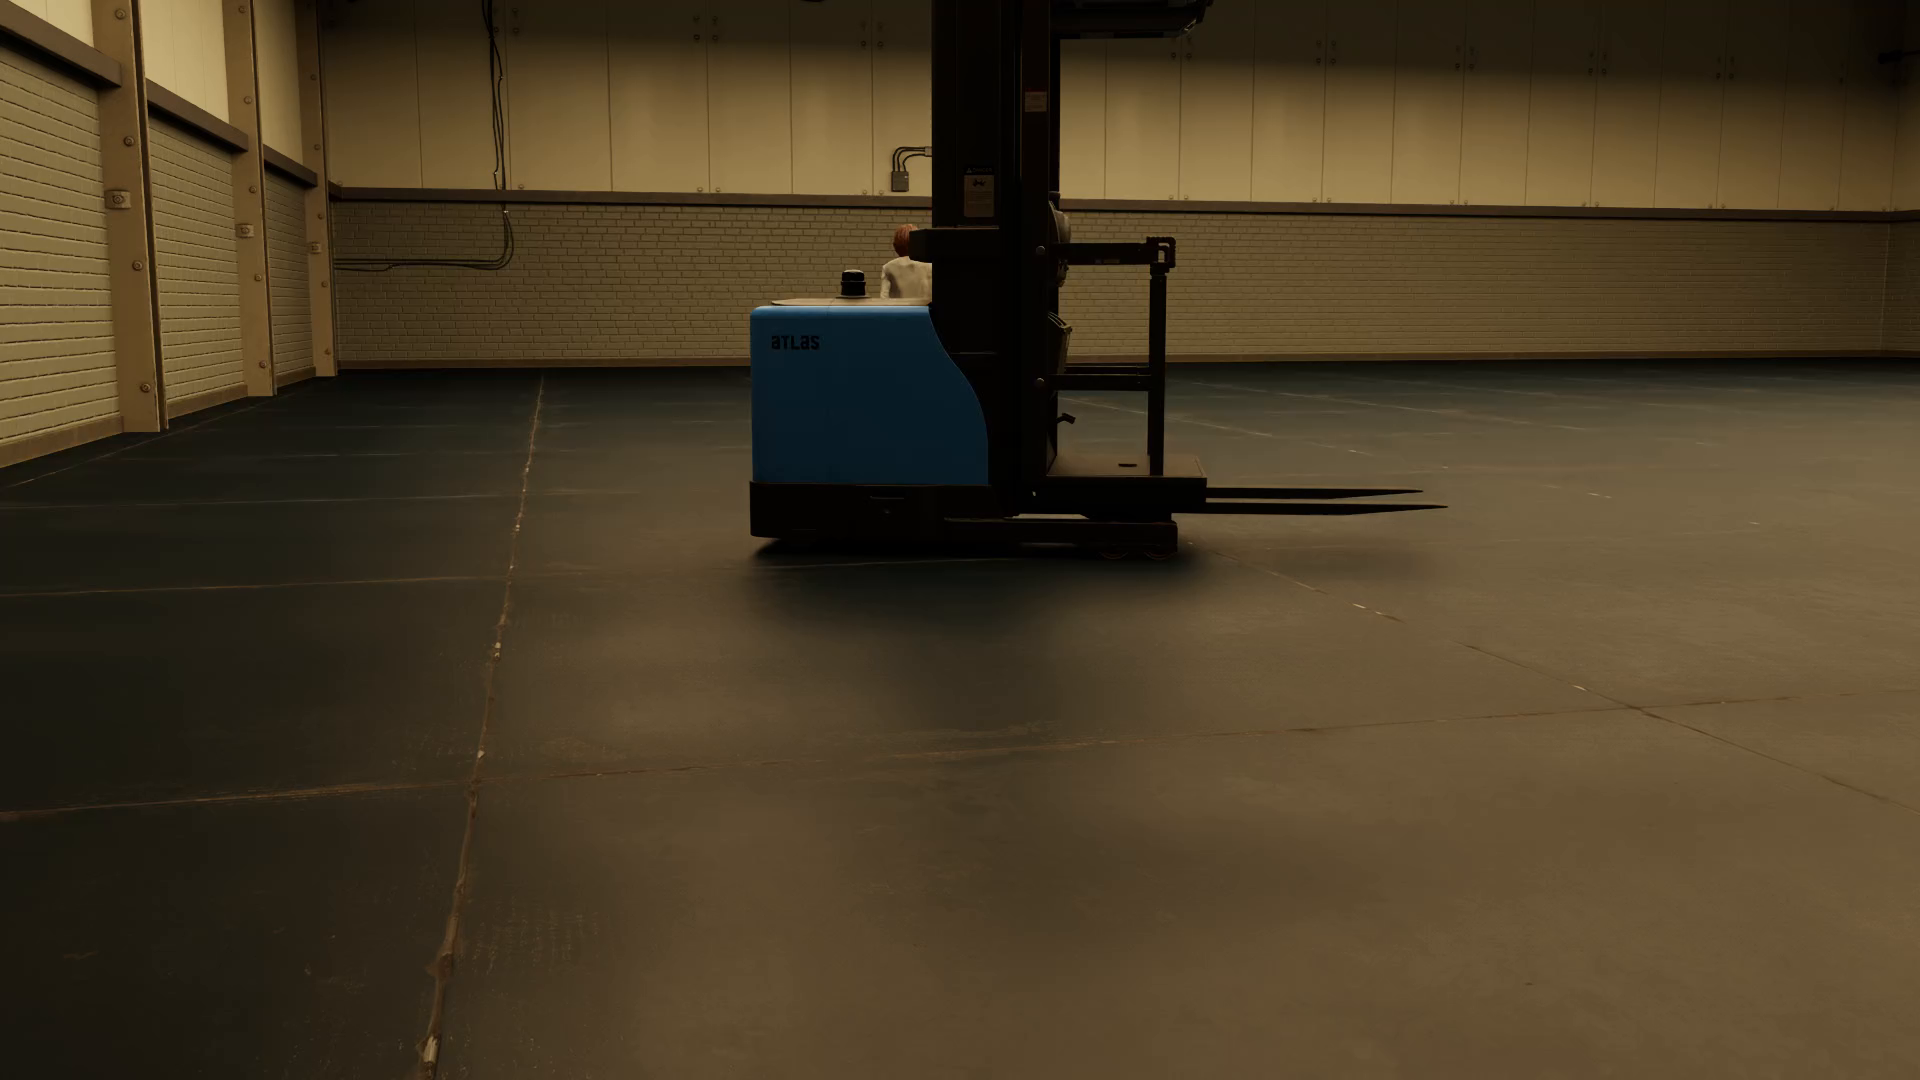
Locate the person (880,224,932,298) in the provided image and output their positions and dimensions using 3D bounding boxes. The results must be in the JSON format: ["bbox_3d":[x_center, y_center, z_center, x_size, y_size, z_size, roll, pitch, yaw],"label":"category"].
[{"bbox_3d":[-0.303,-1.216,10.645,0.485,1.594,0.340,-1,8,-7],"label":"person"}]

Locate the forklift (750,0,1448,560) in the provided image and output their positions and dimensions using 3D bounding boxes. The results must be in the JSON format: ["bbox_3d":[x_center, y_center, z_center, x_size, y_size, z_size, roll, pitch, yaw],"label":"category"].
[{"bbox_3d":[0.623,-1.443,7.442,3.031,2.935,1.130,1,8,6],"label":"forklift"}]
